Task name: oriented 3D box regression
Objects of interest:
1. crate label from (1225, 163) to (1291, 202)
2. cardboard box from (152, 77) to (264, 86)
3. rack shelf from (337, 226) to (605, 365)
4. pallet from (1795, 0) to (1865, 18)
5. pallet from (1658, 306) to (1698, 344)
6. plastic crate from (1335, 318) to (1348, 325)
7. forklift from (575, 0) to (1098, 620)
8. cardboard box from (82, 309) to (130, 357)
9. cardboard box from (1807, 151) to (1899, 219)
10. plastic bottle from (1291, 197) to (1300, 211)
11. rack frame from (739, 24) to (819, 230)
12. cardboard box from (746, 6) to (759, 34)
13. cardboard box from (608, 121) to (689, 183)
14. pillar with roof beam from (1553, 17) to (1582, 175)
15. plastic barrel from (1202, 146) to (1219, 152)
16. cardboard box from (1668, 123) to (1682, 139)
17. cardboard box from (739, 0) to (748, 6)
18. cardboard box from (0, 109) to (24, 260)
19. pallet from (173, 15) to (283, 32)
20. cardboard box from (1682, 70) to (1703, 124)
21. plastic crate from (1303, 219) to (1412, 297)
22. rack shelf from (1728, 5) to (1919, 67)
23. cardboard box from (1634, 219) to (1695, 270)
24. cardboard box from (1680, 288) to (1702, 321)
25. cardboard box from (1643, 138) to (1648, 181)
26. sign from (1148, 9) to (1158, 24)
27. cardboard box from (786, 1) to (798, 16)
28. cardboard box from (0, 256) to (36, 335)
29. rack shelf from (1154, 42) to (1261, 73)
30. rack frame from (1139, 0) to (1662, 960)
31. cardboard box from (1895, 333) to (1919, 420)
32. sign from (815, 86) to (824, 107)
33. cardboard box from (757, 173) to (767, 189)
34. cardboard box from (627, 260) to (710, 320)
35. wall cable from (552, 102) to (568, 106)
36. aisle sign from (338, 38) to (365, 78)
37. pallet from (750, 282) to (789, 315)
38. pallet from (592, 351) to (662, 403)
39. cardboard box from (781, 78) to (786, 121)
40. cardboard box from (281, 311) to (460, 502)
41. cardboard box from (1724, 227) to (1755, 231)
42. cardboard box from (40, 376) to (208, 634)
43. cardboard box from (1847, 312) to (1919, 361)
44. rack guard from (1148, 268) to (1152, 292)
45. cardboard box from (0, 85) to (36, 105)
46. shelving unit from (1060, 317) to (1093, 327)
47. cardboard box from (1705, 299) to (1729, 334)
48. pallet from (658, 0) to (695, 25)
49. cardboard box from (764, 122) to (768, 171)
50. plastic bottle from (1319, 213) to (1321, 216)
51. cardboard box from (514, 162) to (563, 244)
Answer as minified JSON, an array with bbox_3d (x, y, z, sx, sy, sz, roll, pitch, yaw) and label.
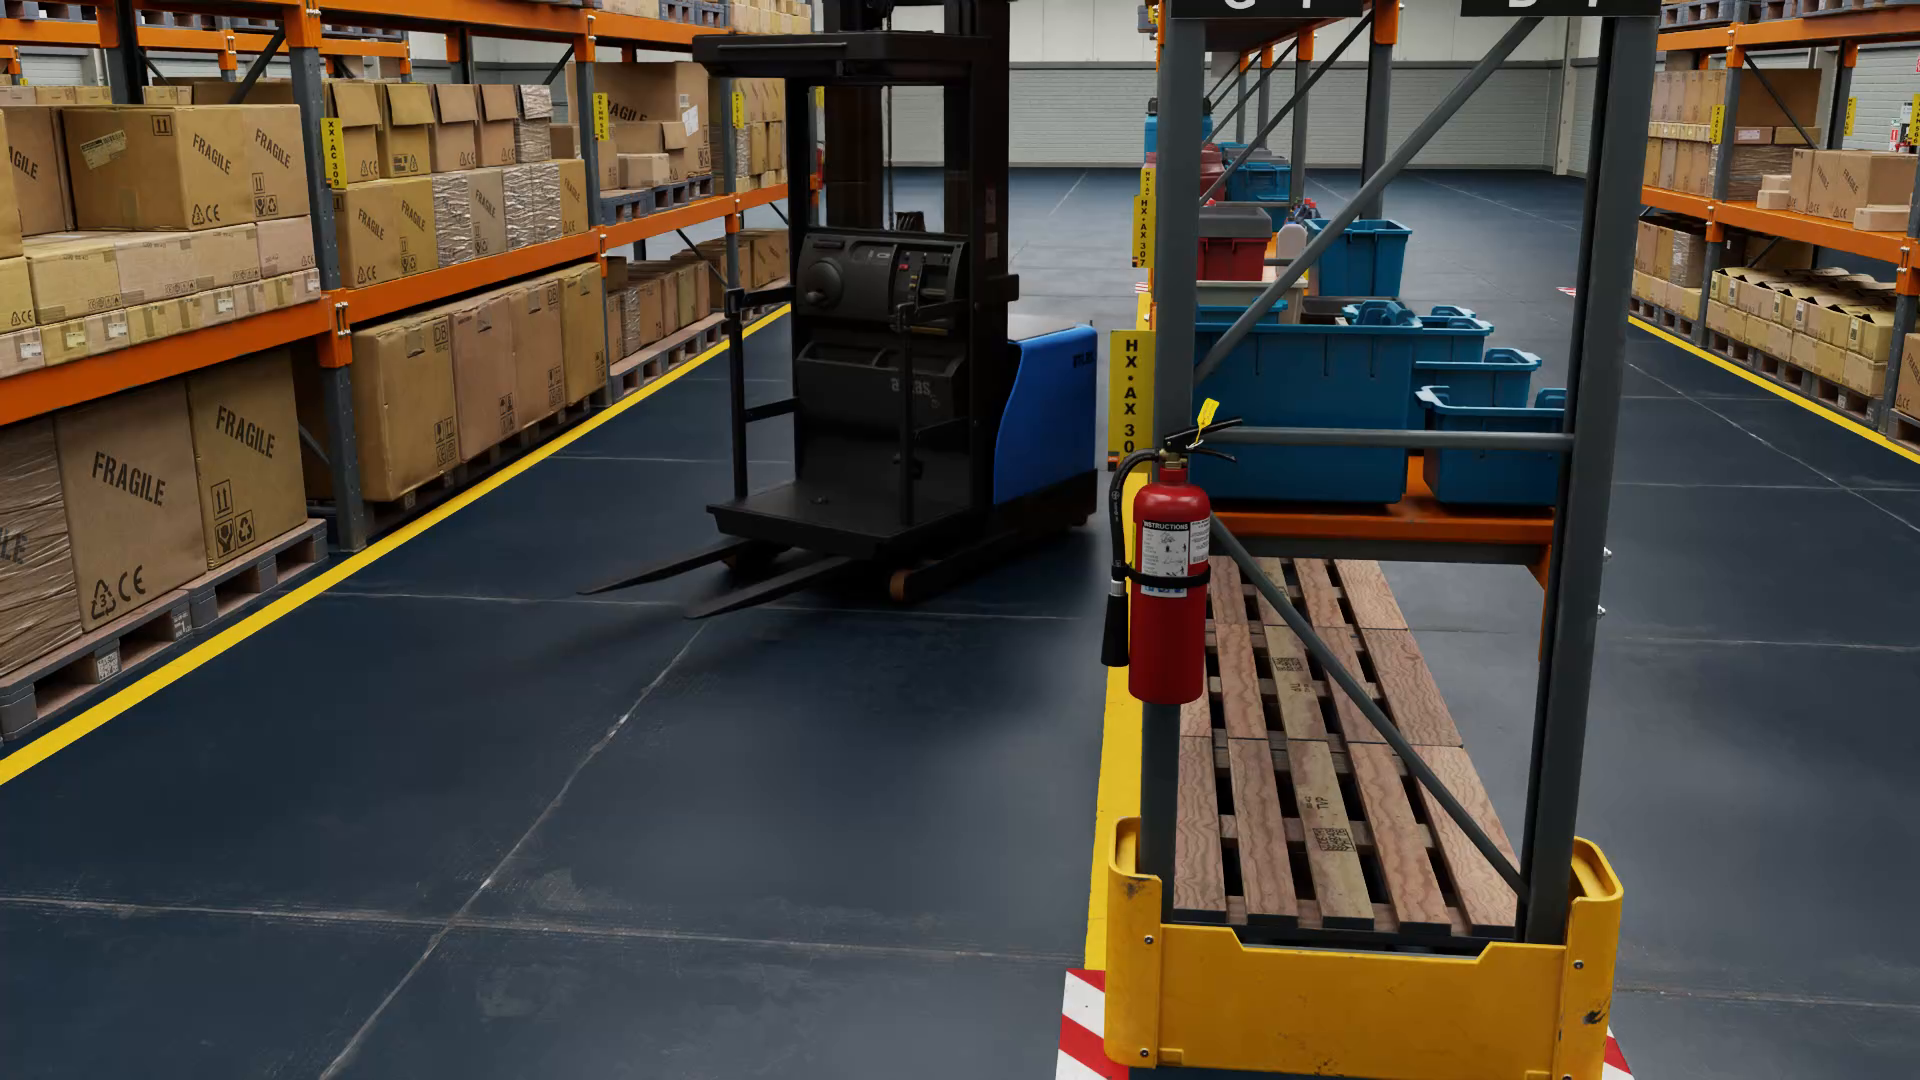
[{"bbox_3d":[2.219,-2.562,12.322,0.502,0.435,0.616,2,15,6],"label":"crate label"},{"bbox_3d":[-7.473,-4.339,16.606,0.875,0.550,0.550,2,15,6],"label":"cardboard box"},{"bbox_3d":[-3.309,-1.575,10.118,1.077,0.370,4.000,2,15,6],"label":"rack shelf"},{"bbox_3d":[6.870,-3.974,12.227,1.003,0.211,1.213,2,15,9],"label":"pallet"},{"bbox_3d":[7.342,-2.045,15.819,1.003,0.211,1.213,2,15,6],"label":"pallet"},{"bbox_3d":[1.488,-0.699,5.890,0.293,0.136,0.466,2,15,6],"label":"plastic crate"},{"bbox_3d":[-0.502,-1.262,7.714,1.130,2.935,3.031,10,18,33],"label":"forklift"},{"bbox_3d":[-3.418,-0.794,6.334,0.380,0.149,0.250,2,15,7],"label":"cardboard box"},{"bbox_3d":[6.991,-2.769,12.963,0.500,0.500,0.500,2,15,6],"label":"cardboard box"},{"bbox_3d":[2.216,-2.121,10.984,0.061,0.283,0.133,2,15,6],"label":"plastic bottle"},{"bbox_3d":[-2.181,-4.516,19.616,1.000,3.000,0.127,2,15,6],"label":"rack frame"},{"bbox_3d":[-2.272,-5.101,16.319,0.500,0.250,0.500,2,15,6],"label":"cardboard box"},{"bbox_3d":[-2.736,-3.279,14.038,0.797,0.503,0.637,3,15,12],"label":"cardboard box"},{"bbox_3d":[12.472,-14.675,45.692,9.100,9.000,0.400,2,15,6],"label":"pillar with roof beam"},{"bbox_3d":[1.832,-2.854,13.210,0.433,0.535,0.433,0,15,0],"label":"plastic barrel"},{"bbox_3d":[7.200,-4.022,16.356,0.380,0.149,0.250,2,15,8],"label":"cardboard box"},{"bbox_3d":[-2.275,-5.263,16.155,0.380,0.149,0.250,2,15,7],"label":"cardboard box"},{"bbox_3d":[-3.555,-1.180,5.560,0.500,0.500,0.500,1,15,5],"label":"cardboard box"},{"bbox_3d":[-7.446,-5.268,16.820,1.003,0.211,1.213,2,15,6],"label":"pallet"},{"bbox_3d":[7.367,-4.236,15.906,0.700,0.500,0.500,2,15,6],"label":"cardboard box"},{"bbox_3d":[1.673,-1.148,7.076,0.392,0.384,0.575,2,15,6],"label":"plastic crate"},{"bbox_3d":[6.985,-3.768,12.481,1.077,0.370,4.000,2,15,6],"label":"rack shelf"},{"bbox_3d":[7.282,-3.068,17.289,0.500,0.500,0.500,2,15,6],"label":"cardboard box"},{"bbox_3d":[7.046,-2.188,15.469,0.500,0.250,0.500,2,15,6],"label":"cardboard box"},{"bbox_3d":[7.542,-4.014,17.570,0.700,0.500,0.500,2,15,8],"label":"cardboard box"},{"bbox_3d":[1.744,-4.804,14.918,0.100,0.325,0.005,2,15,6],"label":"sign"},{"bbox_3d":[-1.975,-5.799,18.137,0.380,0.149,0.250,2,15,7],"label":"cardboard box"},{"bbox_3d":[-3.552,-0.819,5.662,0.500,0.250,0.500,1,15,4],"label":"cardboard box"},{"bbox_3d":[2.515,-4.952,16.860,1.077,0.370,4.000,2,15,6],"label":"rack shelf"},{"bbox_3d":[0.935,-0.220,3.730,1.000,3.000,0.127,2,15,6],"label":"rack frame"},{"bbox_3d":[6.424,-1.044,10.723,0.500,0.500,0.500,2,15,9],"label":"cardboard box"},{"bbox_3d":[-1.632,-5.206,19.344,0.100,0.325,0.005,2,15,6],"label":"sign"},{"bbox_3d":[-2.179,-3.663,16.943,0.380,0.149,0.250,2,15,6],"label":"cardboard box"},{"bbox_3d":[-2.723,-2.325,15.462,0.700,0.500,0.500,1,15,2],"label":"cardboard box"},{"bbox_3d":[-12.903,-14.702,51.742,3.097,2.526,0.112,2,15,6],"label":"wall cable"},{"bbox_3d":[-7.388,-5.970,20.014,0.394,0.787,0.004,2,15,6],"label":"aisle sign"},{"bbox_3d":[-2.456,-2.625,17.965,1.003,0.211,1.213,2,15,6],"label":"pallet"},{"bbox_3d":[-2.994,-1.297,13.056,1.003,0.211,1.213,2,15,6],"label":"pallet"},{"bbox_3d":[-2.107,-4.781,17.920,0.500,0.500,0.500,2,15,6],"label":"cardboard box"},{"bbox_3d":[-3.483,-0.747,8.944,1.225,0.875,0.875,2,15,6],"label":"cardboard box"},{"bbox_3d":[7.686,-2.793,16.273,0.500,0.500,0.500,2,15,6],"label":"cardboard box"},{"bbox_3d":[-3.791,-0.178,6.841,0.875,0.875,0.875,2,15,6],"label":"cardboard box"},{"bbox_3d":[6.573,-1.437,11.620,0.500,0.311,0.500,2,15,8],"label":"cardboard box"},{"bbox_3d":[2.779,-3.142,19.325,1.175,0.500,0.348,2,15,6],"label":"rack guard"},{"bbox_3d":[-7.884,-3.392,13.351,0.700,0.500,0.500,1,15,5],"label":"cardboard box"},{"bbox_3d":[0.572,-0.684,9.179,0.215,1.050,0.252,10,18,33],"label":"shelving unit"},{"bbox_3d":[6.919,-1.964,14.641,0.500,0.250,0.500,1,15,5],"label":"cardboard box"},{"bbox_3d":[-2.922,-4.410,13.837,1.213,0.211,1.003,2,15,6],"label":"pallet"},{"bbox_3d":[-2.472,-4.046,17.119,0.875,0.500,0.500,2,15,6],"label":"cardboard box"},{"bbox_3d":[2.051,-1.742,9.582,0.061,0.283,0.133,2,15,6],"label":"plastic bottle"},{"bbox_3d":[-2.955,-2.225,10.952,0.500,0.500,0.500,2,15,6],"label":"cardboard box"}]
